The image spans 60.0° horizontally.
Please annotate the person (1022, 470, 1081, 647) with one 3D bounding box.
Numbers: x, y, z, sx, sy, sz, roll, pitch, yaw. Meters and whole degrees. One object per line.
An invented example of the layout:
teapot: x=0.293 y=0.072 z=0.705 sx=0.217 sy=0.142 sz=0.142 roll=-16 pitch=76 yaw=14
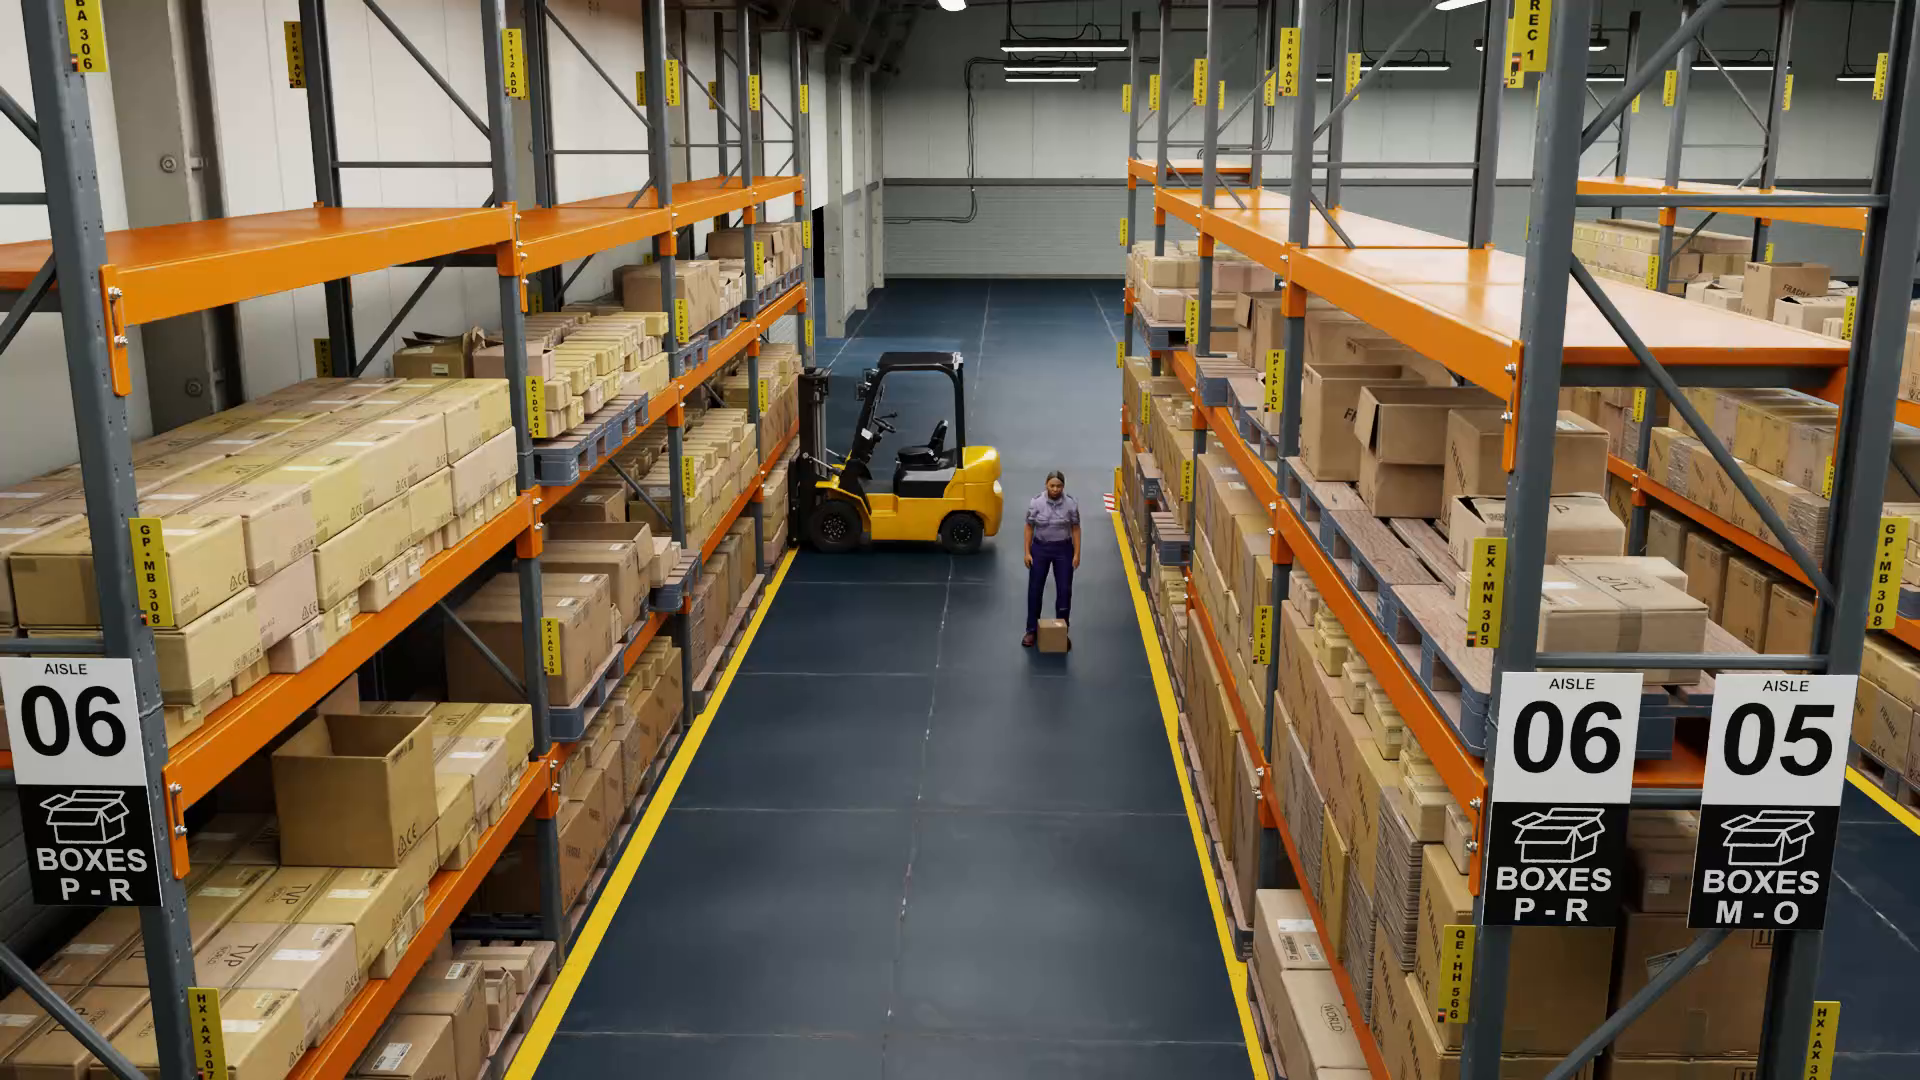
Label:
person: x=0.848 y=0.153 z=15.402 sx=0.541 sy=1.652 sz=0.413 roll=0 pitch=14 yaw=2
